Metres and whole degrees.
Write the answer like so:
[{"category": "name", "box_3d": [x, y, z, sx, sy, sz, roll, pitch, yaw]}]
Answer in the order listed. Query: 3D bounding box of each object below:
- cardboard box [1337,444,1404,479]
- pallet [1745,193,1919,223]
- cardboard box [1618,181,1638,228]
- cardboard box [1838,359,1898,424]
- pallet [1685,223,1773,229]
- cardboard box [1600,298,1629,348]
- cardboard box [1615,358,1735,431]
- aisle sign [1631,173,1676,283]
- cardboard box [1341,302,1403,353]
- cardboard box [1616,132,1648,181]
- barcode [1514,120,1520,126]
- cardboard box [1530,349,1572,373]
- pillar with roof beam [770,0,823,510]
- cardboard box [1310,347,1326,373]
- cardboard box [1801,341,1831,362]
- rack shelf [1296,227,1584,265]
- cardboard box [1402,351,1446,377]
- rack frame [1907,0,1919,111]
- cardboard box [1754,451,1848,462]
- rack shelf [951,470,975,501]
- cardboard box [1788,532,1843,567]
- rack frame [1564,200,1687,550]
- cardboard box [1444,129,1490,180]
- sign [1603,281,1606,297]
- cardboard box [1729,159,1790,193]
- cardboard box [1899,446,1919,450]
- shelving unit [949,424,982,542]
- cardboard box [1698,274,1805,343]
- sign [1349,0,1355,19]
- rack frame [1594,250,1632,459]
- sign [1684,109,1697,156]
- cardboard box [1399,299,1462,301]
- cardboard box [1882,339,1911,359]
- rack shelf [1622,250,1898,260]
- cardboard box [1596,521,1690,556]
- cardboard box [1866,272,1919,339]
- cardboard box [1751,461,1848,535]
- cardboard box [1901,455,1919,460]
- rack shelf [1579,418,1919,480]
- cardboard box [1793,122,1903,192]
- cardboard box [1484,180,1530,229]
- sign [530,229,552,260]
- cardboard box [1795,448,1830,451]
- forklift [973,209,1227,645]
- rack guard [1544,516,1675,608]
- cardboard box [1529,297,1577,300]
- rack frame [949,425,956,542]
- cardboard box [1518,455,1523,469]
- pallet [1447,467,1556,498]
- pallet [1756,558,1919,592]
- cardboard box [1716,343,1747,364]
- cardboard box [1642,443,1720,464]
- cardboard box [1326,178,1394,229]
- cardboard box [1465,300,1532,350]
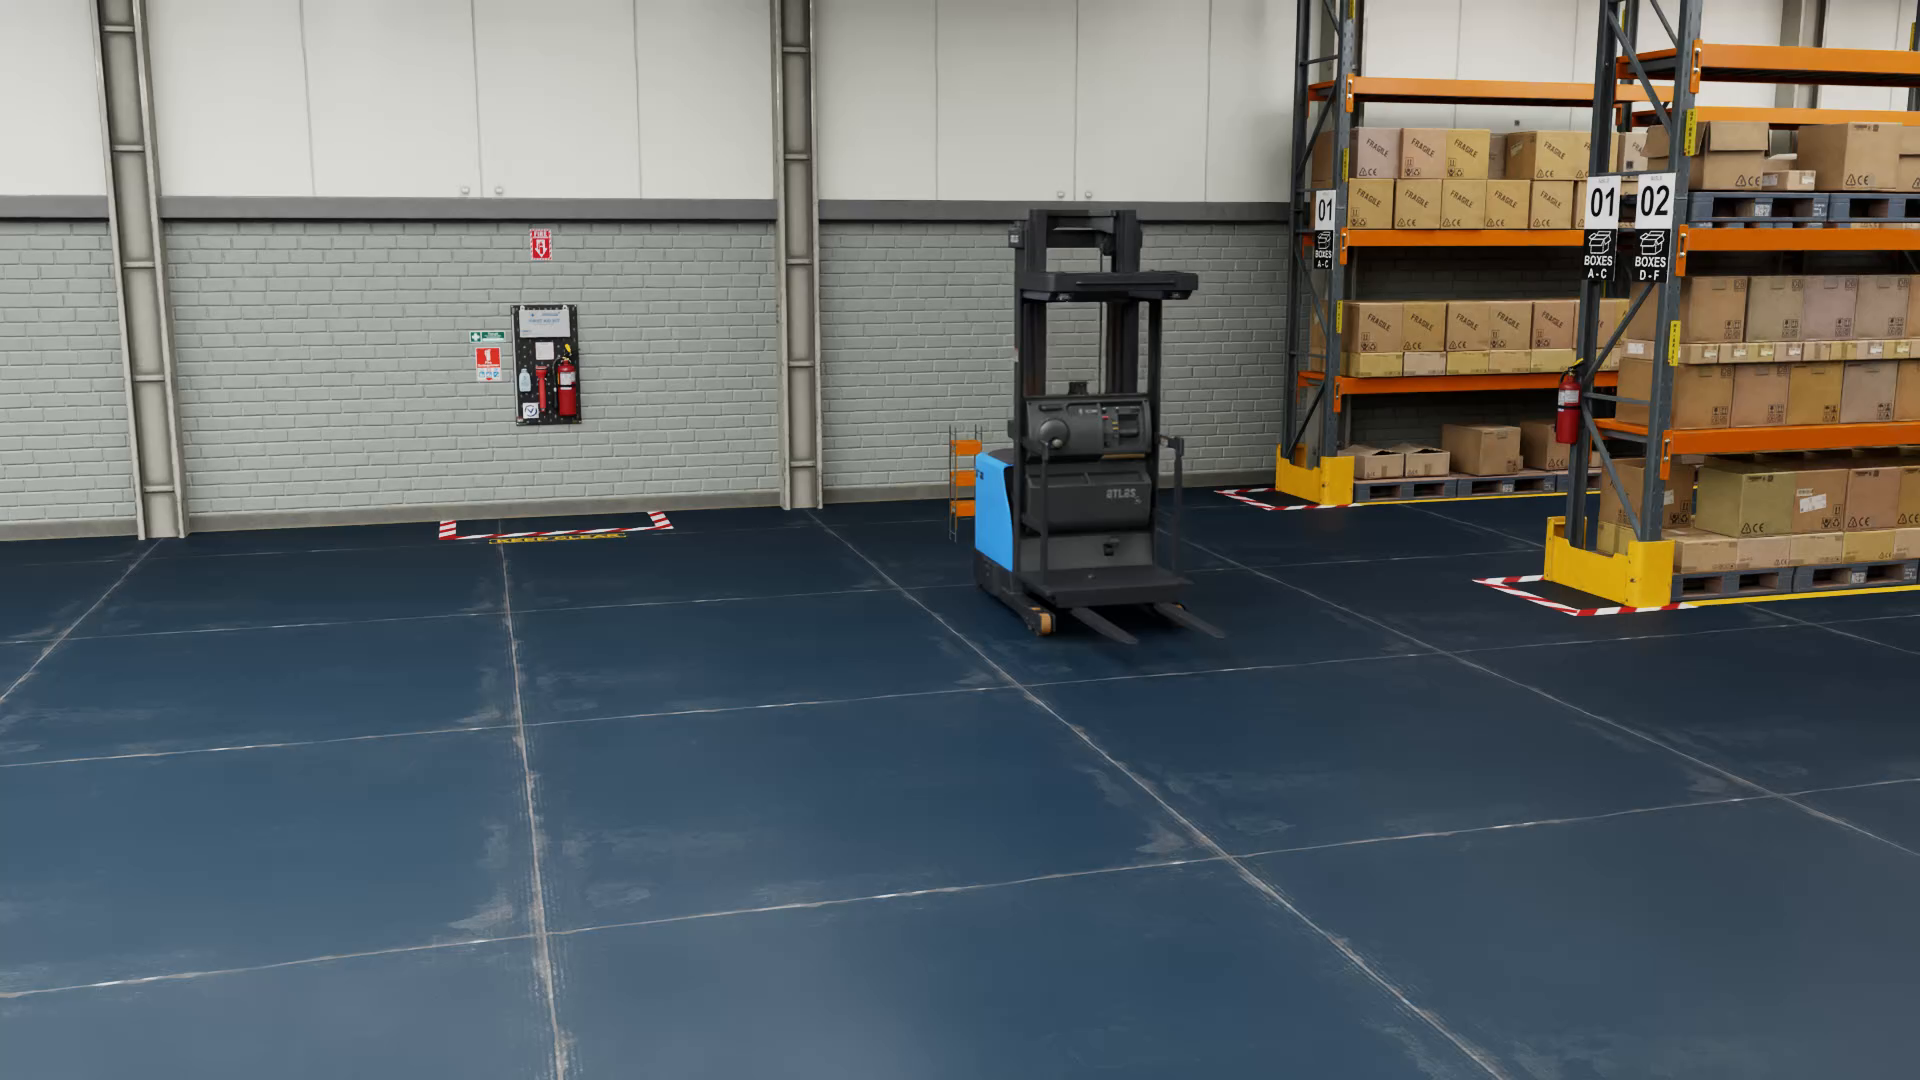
[{"category": "cardboard box", "box_3d": [4.387, -0.849, 17.786, 0.500, 0.311, 0.500, -4, 11, -22]}, {"category": "pallet", "box_3d": [6.946, -2.600, 13.046, 1.213, 0.211, 1.003, -3, 11, -16]}, {"category": "cardboard box", "box_3d": [7.120, -3.603, 17.921, 0.500, 0.500, 0.500, -3, 11, -14]}, {"category": "cardboard box", "box_3d": [7.024, -1.224, 13.336, 0.500, 0.500, 0.700, -3, 11, -14]}, {"category": "pallet", "box_3d": [8.161, -3.533, 18.391, 1.003, 0.211, 1.213, -3, 11, -16]}, {"category": "cardboard box", "box_3d": [7.171, -2.365, 18.098, 0.500, 0.500, 0.500, -3, 11, -16]}, {"category": "cardboard box", "box_3d": [5.538, -1.145, 12.907, 0.500, 0.500, 0.700, -3, 11, -16]}, {"category": "aisle sign", "box_3d": [5.109, -2.296, 12.258, 0.004, 0.787, 0.394, -3, 11, -16]}, {"category": "cardboard box", "box_3d": [4.240, -2.212, 17.268, 0.500, 0.500, 0.500, -3, 11, -16]}, {"category": "cardboard box", "box_3d": [7.133, -4.091, 17.810, 0.500, 0.500, 0.500, -4, 11, -21]}, {"category": "barcode", "box_3d": [6.084, -4.552, 18.157, 0.075, 0.075, 0.001, -3, 11, -16]}, {"category": "cardboard box", "box_3d": [6.209, -1.945, 17.890, 0.500, 0.250, 0.500, -3, 11, -16]}, {"category": "pillar with roof beam", "box_3d": [-0.429, -4.019, 12.229, 0.400, 9.000, 9.100, -3, 11, -16]}, {"category": "cardboard box", "box_3d": [4.093, -1.929, 17.800, 0.500, 0.250, 0.500, -3, 11, -15]}, {"category": "cardboard box", "box_3d": [6.514, -1.477, 12.922, 0.250, 0.149, 0.380, -3, 11, -18]}, {"category": "rack shelf", "box_3d": [5.618, -3.158, 17.820, 4.000, 0.370, 1.077, -3, 11, -16]}, {"category": "cardboard box", "box_3d": [4.750, -1.869, 17.479, 0.500, 0.250, 0.500, -3, 11, -18]}, {"category": "rack frame", "box_3d": [11.379, -5.290, 19.133, 0.127, 3.000, 1.000, -3, 11, -16]}, {"category": "cardboard box", "box_3d": [6.954, -0.454, 13.797, 0.500, 0.500, 0.500, -3, 11, -16]}, {"category": "rack shelf", "box_3d": [0.051, -0.509, 15.172, 0.240, 0.259, 0.215, -3, 11, -16]}, {"category": "cardboard box", "box_3d": [6.622, 0.032, 13.226, 0.500, 0.250, 0.500, -3, 11, -16]}, {"category": "rack frame", "box_3d": [5.086, -1.074, 12.800, 0.127, 3.000, 1.000, -3, 11, -16]}, {"category": "cardboard box", "box_3d": [5.120, -3.983, 17.222, 0.500, 0.500, 0.500, -3, 11, -14]}, {"category": "sign", "box_3d": [7.380, -2.803, 18.995, 0.005, 0.325, 0.100, -3, 11, -16]}, {"category": "cardboard box", "box_3d": [6.118, -2.855, 13.057, 0.500, 0.250, 0.500, -3, 11, -16]}, {"category": "cardboard box", "box_3d": [8.394, -0.531, 14.211, 0.500, 0.500, 0.500, -3, 11, -16]}, {"category": "shelving unit", "box_3d": [0.051, -0.519, 15.170, 0.252, 1.050, 0.215, -3, 11, -16]}, {"category": "cardboard box", "box_3d": [6.092, -1.813, 12.954, 0.500, 0.500, 0.700, -3, 11, -17]}, {"category": "sign", "box_3d": [3.850, -5.290, 16.330, 0.005, 0.325, 0.100, -3, 11, -16]}, {"category": "rack frame", "box_3d": [7.539, -2.138, 18.576, 0.127, 3.000, 1.000, -3, 11, -16]}, {"category": "sign", "box_3d": [5.236, -2.921, 11.917, 0.005, 0.325, 0.100, -3, 11, -16]}, {"category": "cardboard box", "box_3d": [5.072, -2.352, 18.026, 0.500, 0.500, 0.500, -3, 11, -18]}, {"category": "cardboard box", "box_3d": [7.252, -1.516, 13.132, 0.250, 0.149, 0.380, -3, 11, -14]}, {"category": "rack shelf", "box_3d": [9.459, -3.360, 18.920, 4.000, 0.370, 1.077, -3, 11, -16]}, {"category": "cardboard box", "box_3d": [5.518, -0.007, 13.438, 0.500, 0.250, 0.500, -3, 11, -16]}, {"category": "cardboard box", "box_3d": [7.537, -1.889, 13.368, 0.500, 0.500, 0.700, -3, 11, -16]}, {"category": "cardboard box", "box_3d": [6.619, -0.339, 13.169, 0.500, 0.500, 0.500, -3, 11, -16]}, {"category": "cardboard box", "box_3d": [8.059, -0.415, 13.583, 0.500, 0.500, 0.500, -3, 11, -16]}, {"category": "rack shelf", "box_3d": [7.006, -0.822, 13.415, 4.000, 0.370, 1.077, -3, 11, -16]}, {"category": "cardboard box", "box_3d": [6.757, -2.910, 12.667, 0.500, 0.500, 0.500, -3, 11, -16]}, {"category": "cardboard box", "box_3d": [5.620, -3.522, 17.478, 0.500, 0.500, 0.500, -2, 11, -12]}, {"category": "sign", "box_3d": [-4.052, -2.856, 16.076, 0.199, 0.298, 0.001, -3, 11, -16]}, {"category": "cardboard box", "box_3d": [9.706, -1.246, 19.420, 0.500, 0.500, 0.700, -3, 11, -16]}, {"category": "forklift", "box_3d": [0.988, -0.848, 11.762, 1.130, 2.935, 3.031, -3, 11, -15]}, {"category": "rack guard", "box_3d": [5.063, 0.156, 13.020, 0.348, 0.500, 1.175, -3, 11, -16]}, {"category": "cardboard box", "box_3d": [6.531, -2.429, 18.450, 0.500, 0.500, 0.500, -3, 11, -16]}, {"category": "rack frame", "box_3d": [-0.066, -0.513, 15.136, 0.008, 1.050, 0.200, -3, 11, -16]}, {"category": "cardboard box", "box_3d": [5.997, -0.874, 18.374, 0.250, 0.149, 0.380, -4, 11, -21]}, {"category": "pallet", "box_3d": [5.730, -0.664, 18.272, 1.213, 0.211, 1.003, -3, 11, -16]}, {"category": "pallet", "box_3d": [6.978, 0.190, 13.634, 1.213, 0.211, 1.003, -3, 11, -16]}, {"category": "cardboard box", "box_3d": [5.776, -1.439, 12.712, 0.250, 0.149, 0.380, -3, 11, -17]}, {"category": "cardboard box", "box_3d": [8.241, -1.165, 18.981, 0.500, 0.500, 0.700, -3, 11, -14]}, {"category": "cardboard box", "box_3d": [4.089, -3.443, 17.050, 0.500, 0.500, 0.500, -3, 11, -14]}, {"category": "cardboard box", "box_3d": [5.708, -2.288, 17.684, 0.500, 0.500, 0.500, -3, 11, -14]}]
